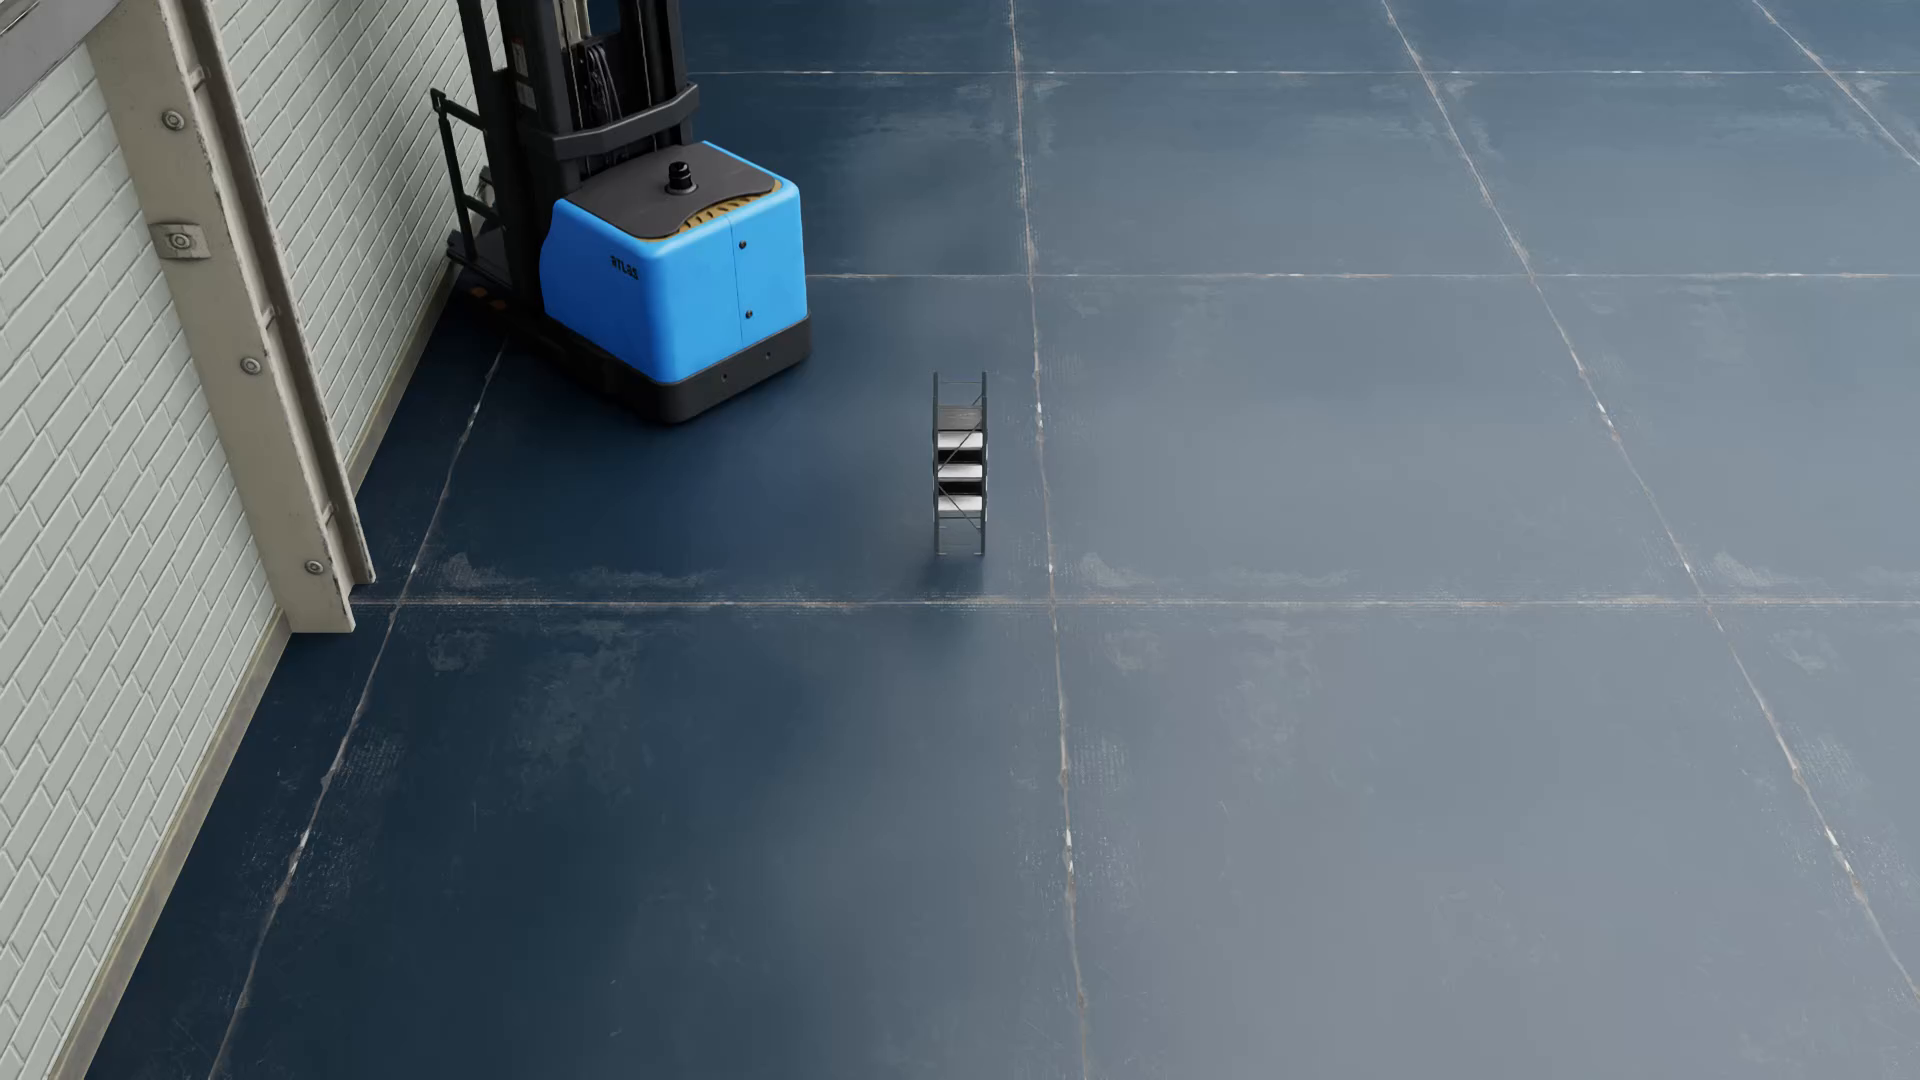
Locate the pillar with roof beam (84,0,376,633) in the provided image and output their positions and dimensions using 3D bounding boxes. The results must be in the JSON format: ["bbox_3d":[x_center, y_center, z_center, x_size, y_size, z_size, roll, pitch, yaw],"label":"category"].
[{"bbox_3d":[1.418,-3.223,4.822,9.100,9.000,0.400,0,39,0],"label":"pillar with roof beam"}]

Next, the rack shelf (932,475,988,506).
[{"bbox_3d":[0.000,-0.250,7.785,0.258,0.077,0.200,0,39,0],"label":"rack shelf"}]

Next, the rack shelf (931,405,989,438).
[{"bbox_3d":[0.000,-0.531,7.560,0.258,0.077,0.200,0,39,0],"label":"rack shelf"}]

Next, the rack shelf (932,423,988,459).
[{"bbox_3d":[0.000,-0.461,7.616,0.258,0.077,0.200,0,39,0],"label":"rack shelf"}]

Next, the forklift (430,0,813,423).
[{"bbox_3d":[-2.223,-2.559,8.845,3.031,2.935,1.130,31,48,33],"label":"forklift"}]

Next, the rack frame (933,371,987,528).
[{"bbox_3d":[0.000,-0.410,7.787,0.240,0.900,0.006,0,39,0],"label":"rack frame"}]

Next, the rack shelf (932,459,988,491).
[{"bbox_3d":[0.000,-0.320,7.729,0.258,0.077,0.200,0,39,0],"label":"rack shelf"}]

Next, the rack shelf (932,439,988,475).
[{"bbox_3d":[0.000,-0.390,7.672,0.258,0.077,0.200,0,39,0],"label":"rack shelf"}]

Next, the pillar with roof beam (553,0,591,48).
[{"bbox_3d":[1.411,-6.975,9.504,9.100,9.000,0.400,0,39,0],"label":"pillar with roof beam"}]

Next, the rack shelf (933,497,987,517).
[{"bbox_3d":[0.000,-0.180,7.841,0.258,0.077,0.200,0,39,0],"label":"rack shelf"}]

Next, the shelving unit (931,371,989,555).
[{"bbox_3d":[0.000,-0.346,7.708,0.258,0.900,0.210,0,39,0],"label":"shelving unit"}]

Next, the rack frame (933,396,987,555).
[{"bbox_3d":[0.000,-0.282,7.628,0.240,0.900,0.006,0,39,0],"label":"rack frame"}]
